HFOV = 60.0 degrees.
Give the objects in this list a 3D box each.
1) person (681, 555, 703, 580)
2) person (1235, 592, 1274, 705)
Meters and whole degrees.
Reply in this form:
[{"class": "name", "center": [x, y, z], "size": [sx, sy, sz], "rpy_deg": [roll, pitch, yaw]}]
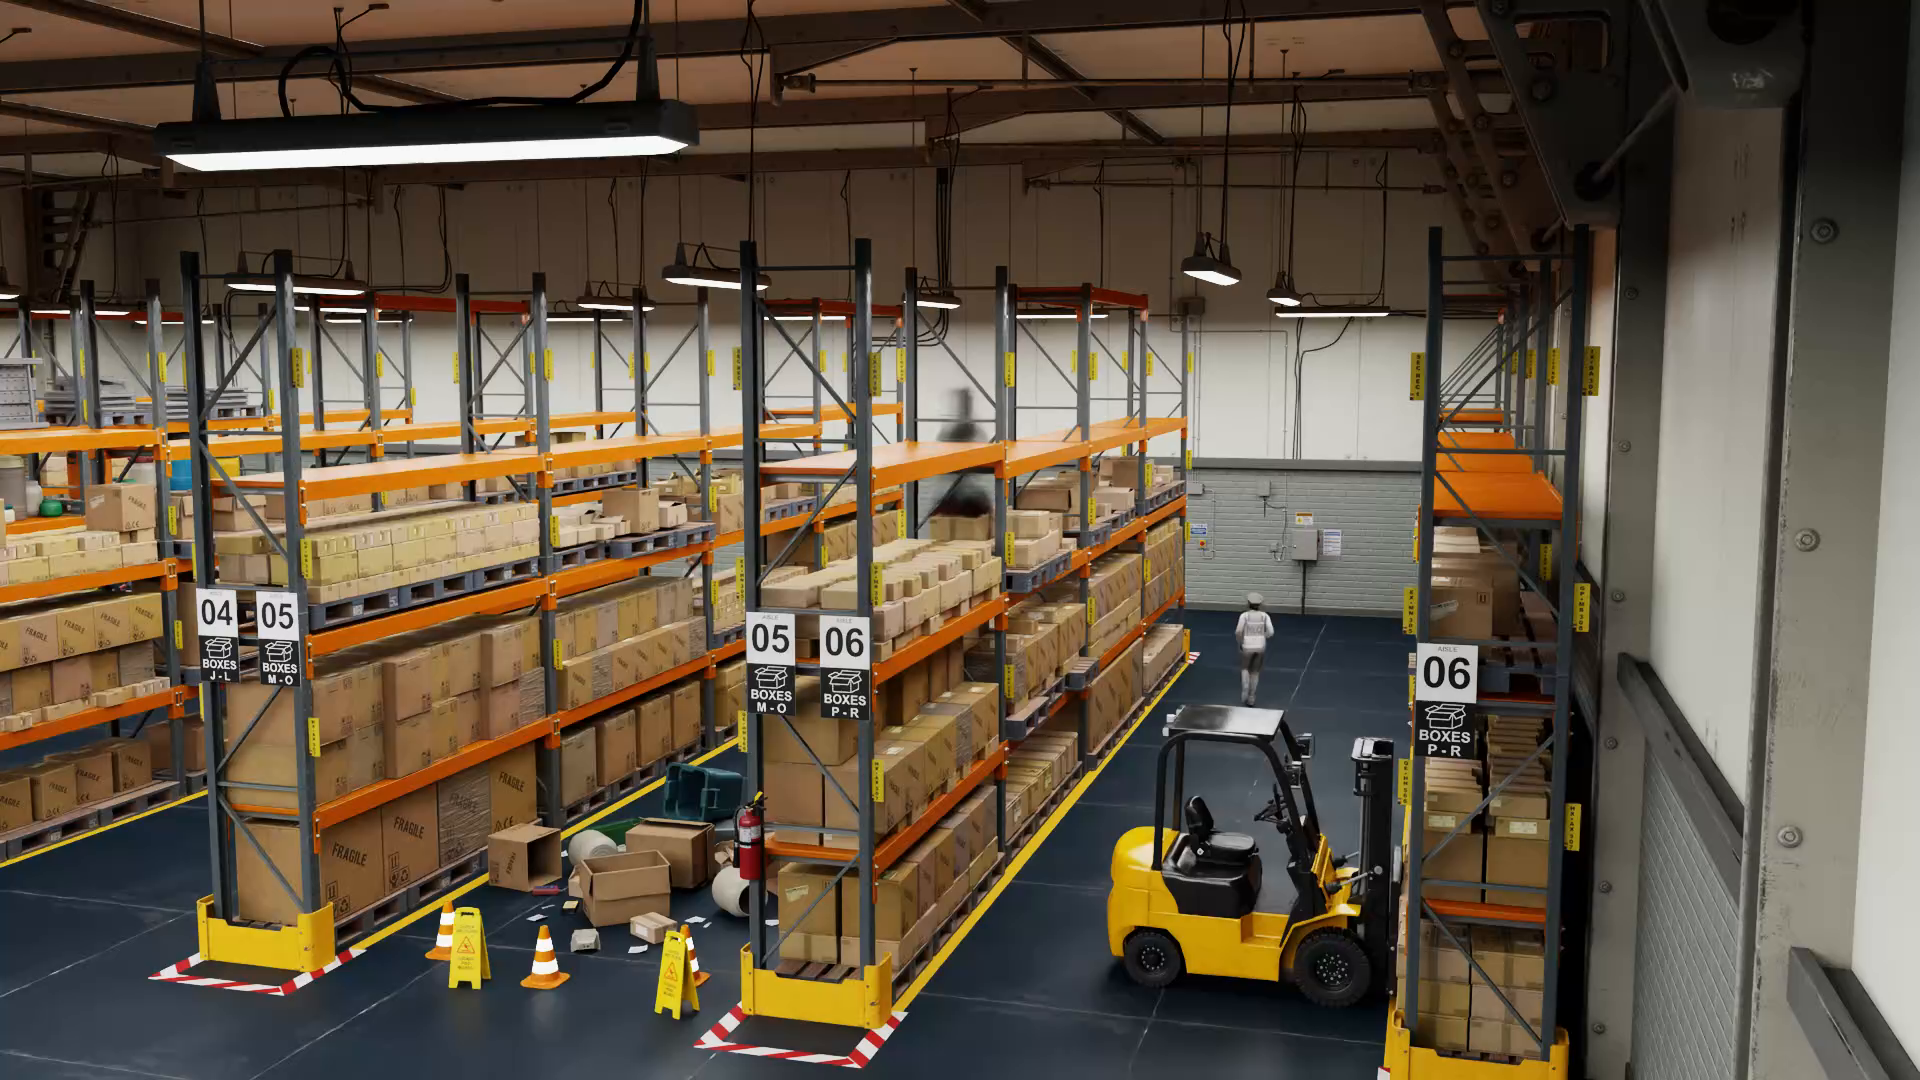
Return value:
[{"class": "person", "center": [-4.731, 1.060, 29.754], "size": [0.616, 1.589, 0.768], "rpy_deg": [0, 6, 1]}, {"class": "person", "center": [4.327, 1.599, 24.583], "size": [0.602, 1.667, 0.546], "rpy_deg": [0, 6, -1]}]
